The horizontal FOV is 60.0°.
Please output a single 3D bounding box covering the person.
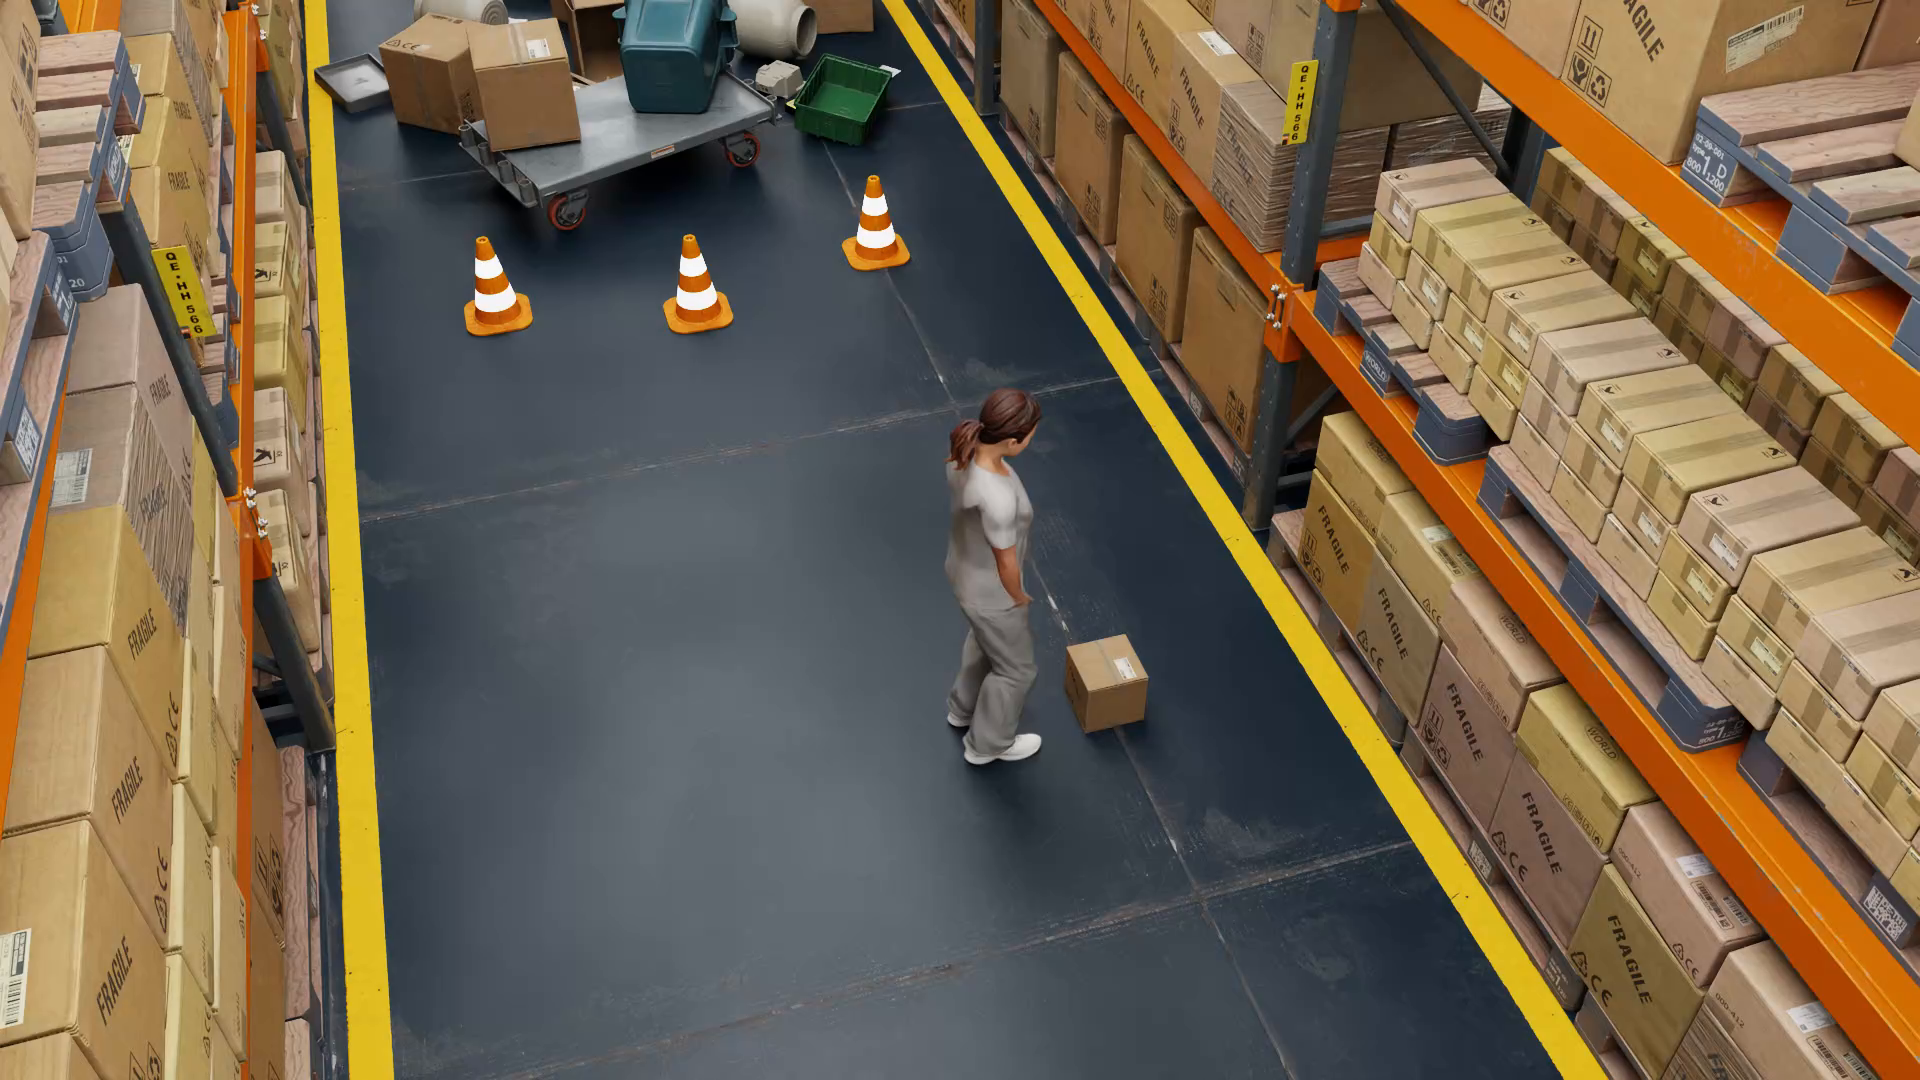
[{"bbox_3d":[0.110,0.136,6.033,0.352,1.658,0.451,-11,44,-12],"label":"person"}]
